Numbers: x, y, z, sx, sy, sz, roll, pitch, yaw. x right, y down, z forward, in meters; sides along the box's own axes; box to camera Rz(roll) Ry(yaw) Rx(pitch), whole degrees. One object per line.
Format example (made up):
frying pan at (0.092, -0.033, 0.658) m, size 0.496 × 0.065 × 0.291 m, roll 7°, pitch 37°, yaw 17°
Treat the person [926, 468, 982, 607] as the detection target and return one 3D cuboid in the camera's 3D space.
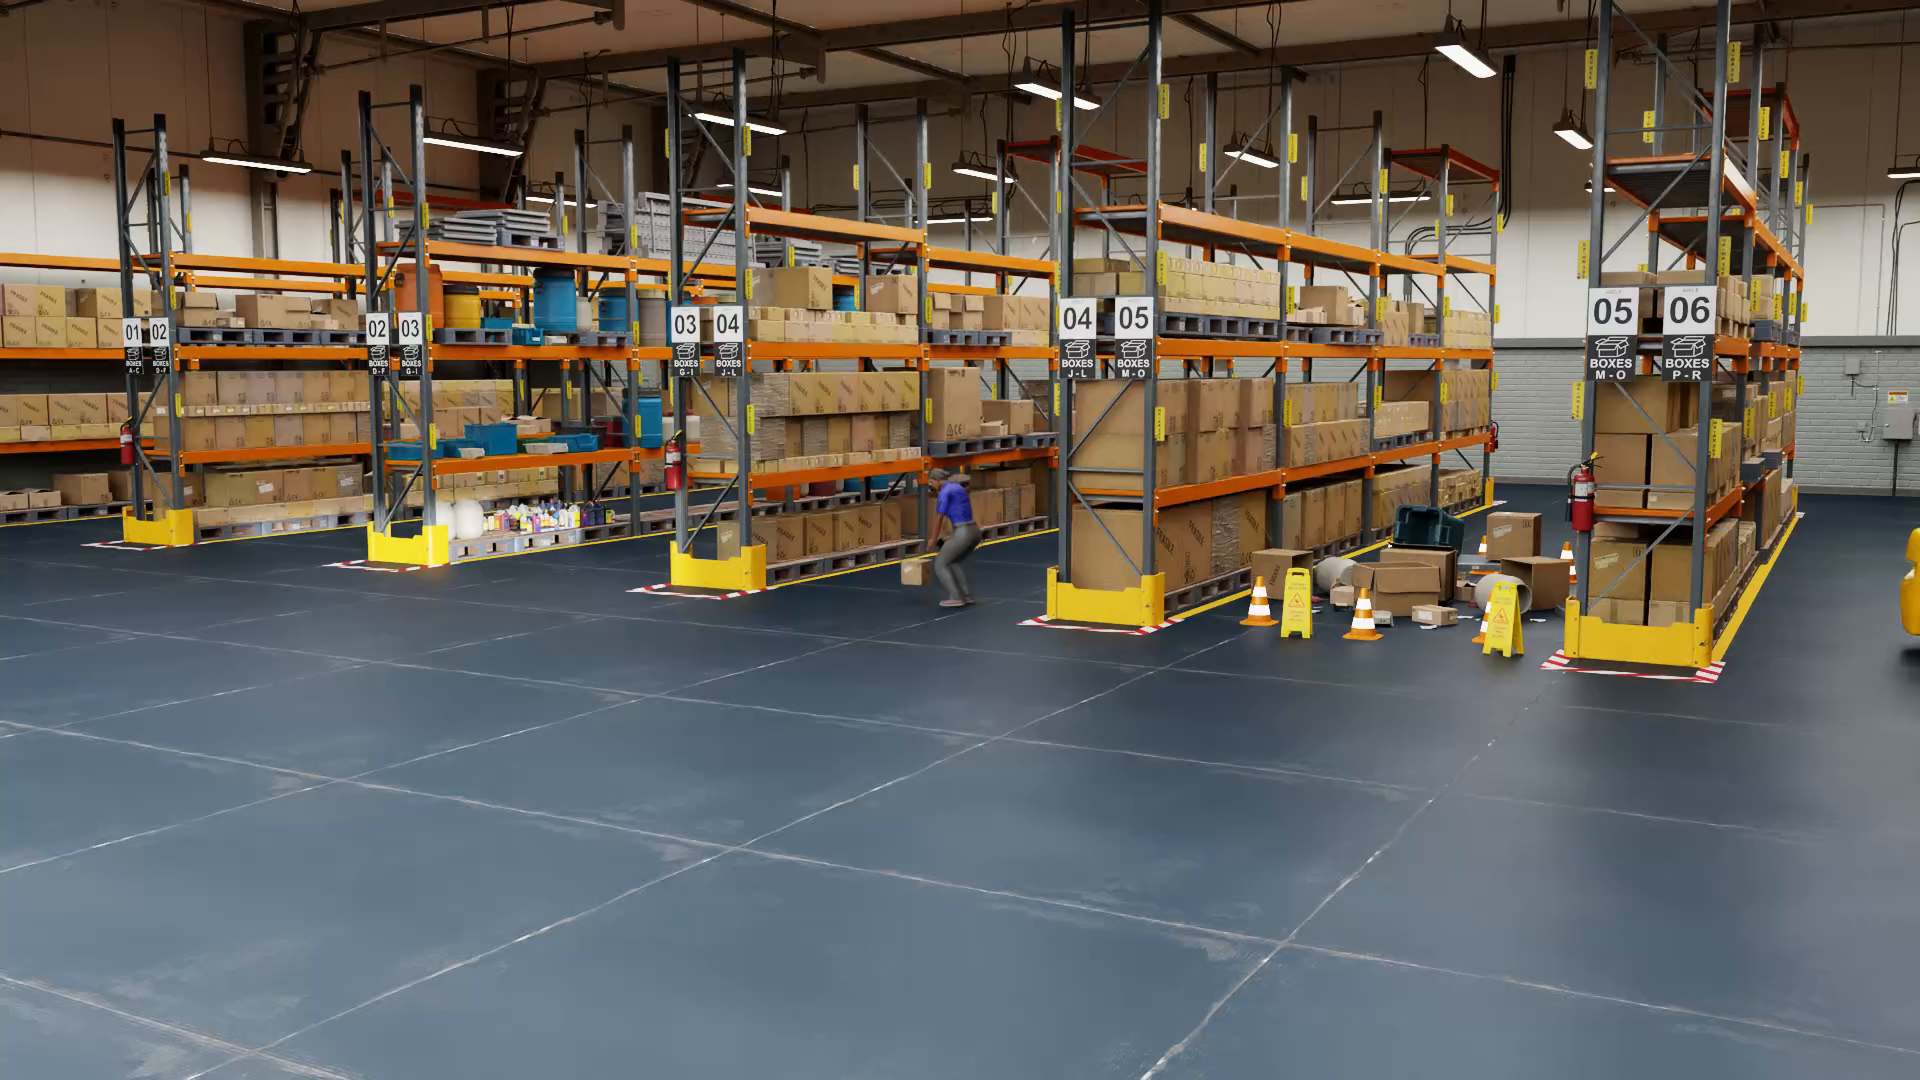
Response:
person at (-0.071, -0.026, 17.622) m, size 0.555 × 1.465 × 0.490 m, roll 3°, pitch 7°, yaw 29°
